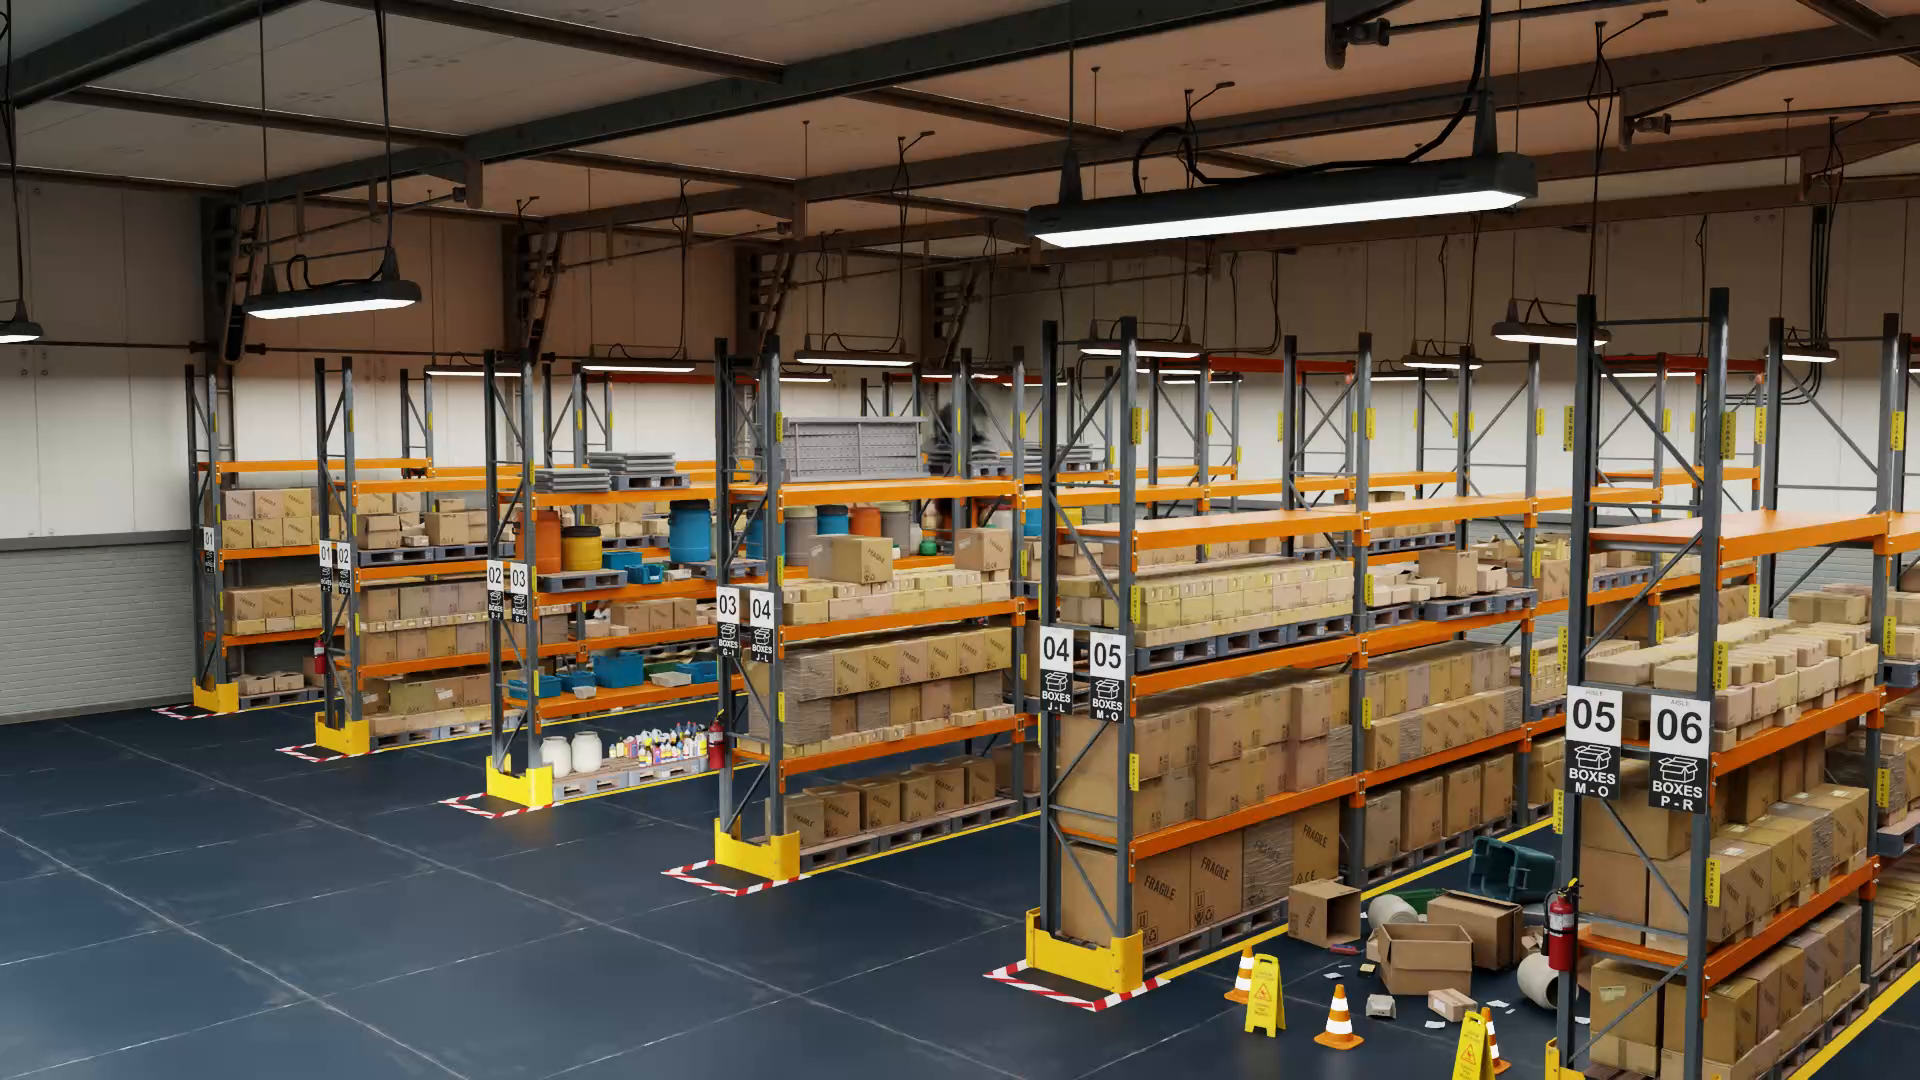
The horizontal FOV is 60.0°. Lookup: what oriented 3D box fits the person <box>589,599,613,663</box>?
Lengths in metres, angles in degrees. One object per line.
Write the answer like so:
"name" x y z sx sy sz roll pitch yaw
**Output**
"person" -6.706 1.892 31.414 0.649 1.732 0.595 3 5 33
